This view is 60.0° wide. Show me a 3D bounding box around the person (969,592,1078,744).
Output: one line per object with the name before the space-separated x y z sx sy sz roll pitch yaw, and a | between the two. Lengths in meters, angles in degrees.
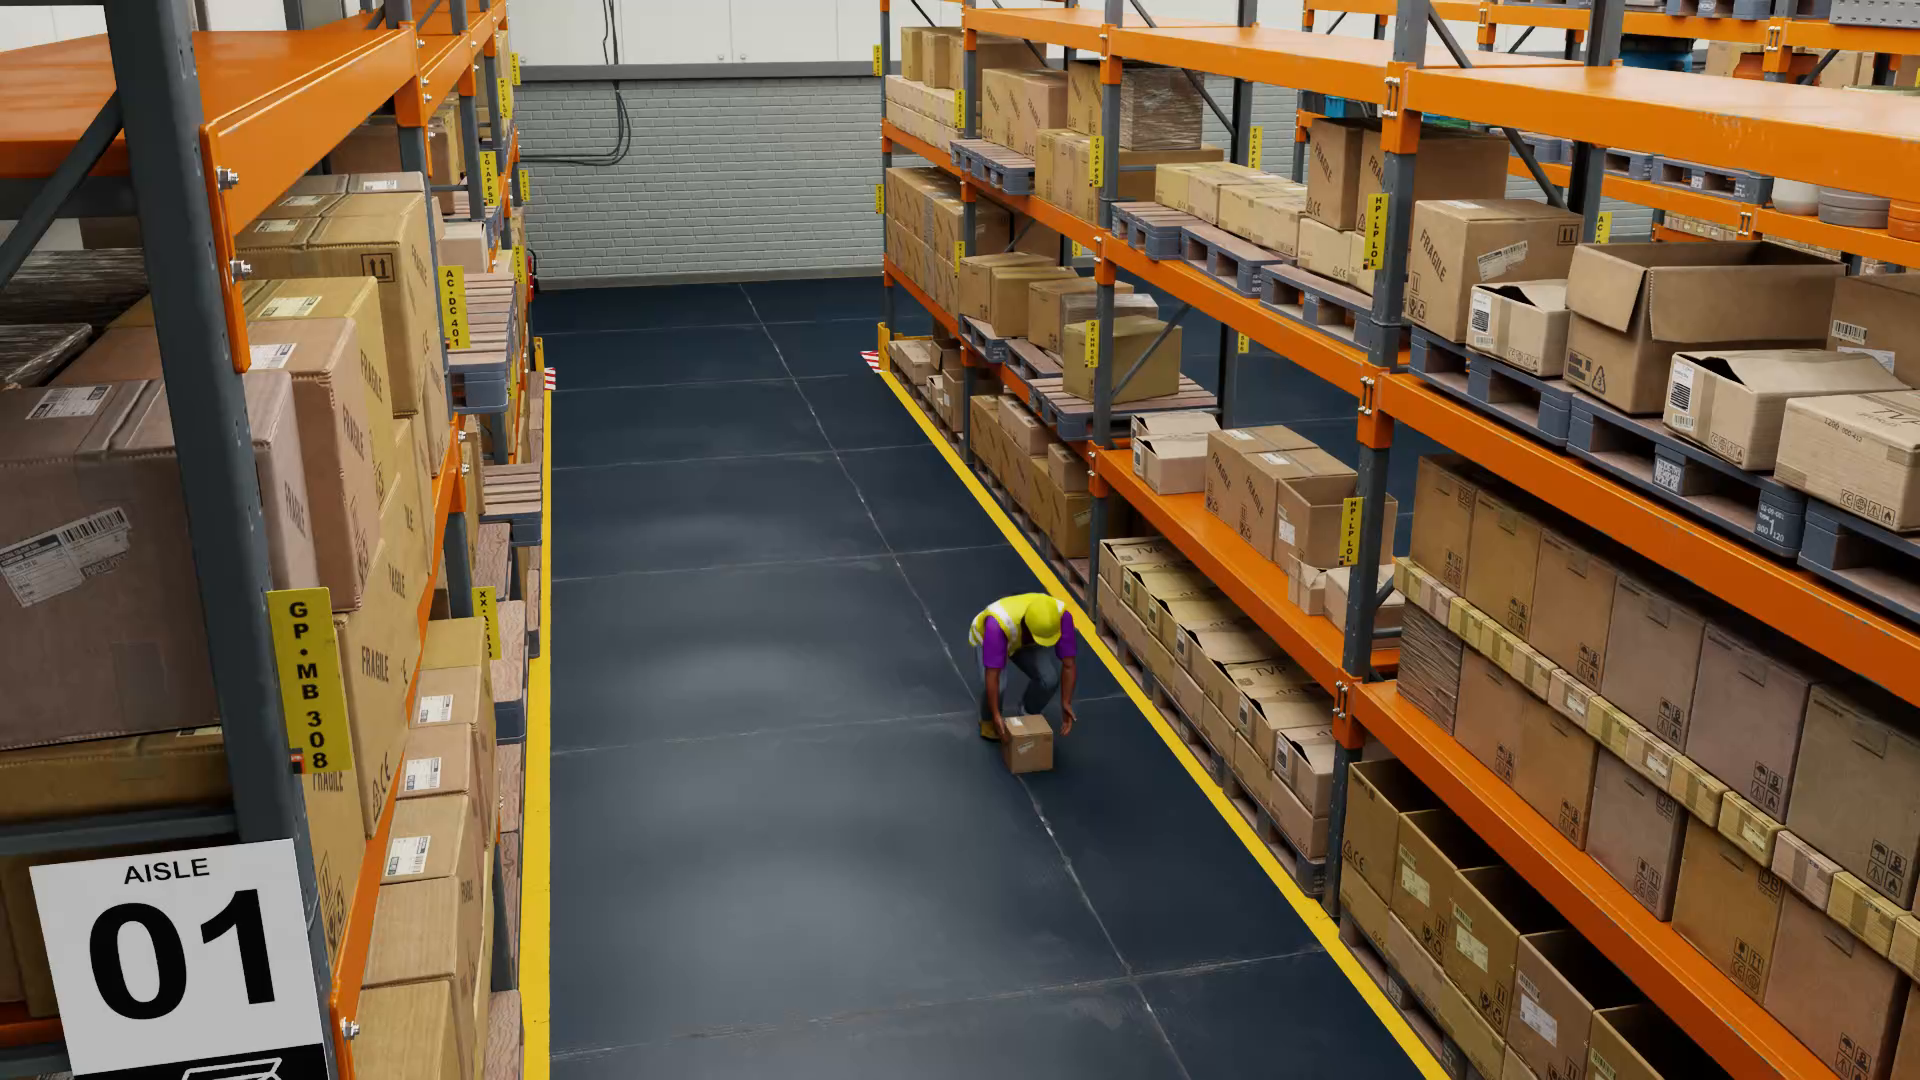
person | 0.383 0.724 10.085 0.593 1.039 0.884 -5 20 -13
